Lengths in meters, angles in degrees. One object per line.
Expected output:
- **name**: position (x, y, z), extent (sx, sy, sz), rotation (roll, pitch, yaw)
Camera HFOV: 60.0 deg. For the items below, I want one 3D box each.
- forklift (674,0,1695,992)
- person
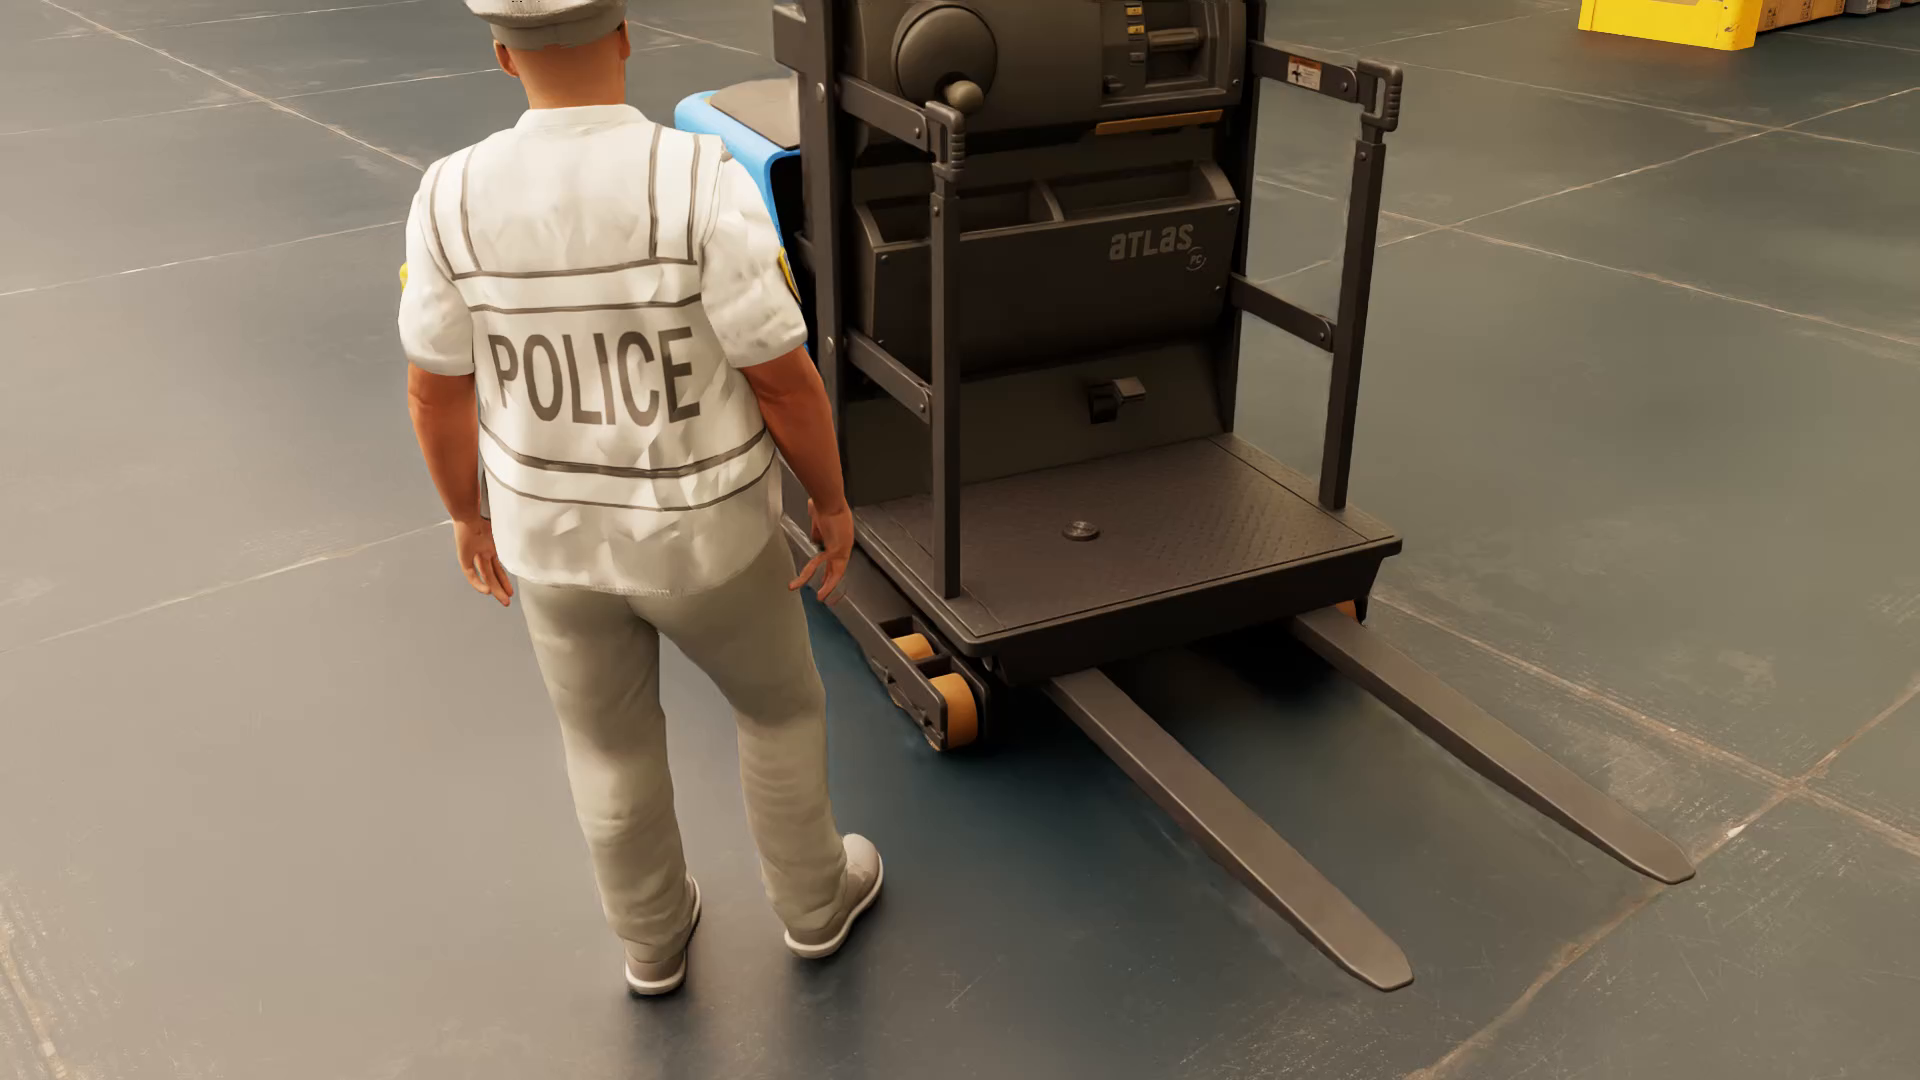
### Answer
- **forklift**: position (0.300, -1.082, 3.384), extent (1.130, 2.935, 3.031), rotation (-12, 29, -23)
- **person**: position (-0.477, -0.064, 2.609), extent (0.640, 1.782, 0.557), rotation (2, 26, 3)
